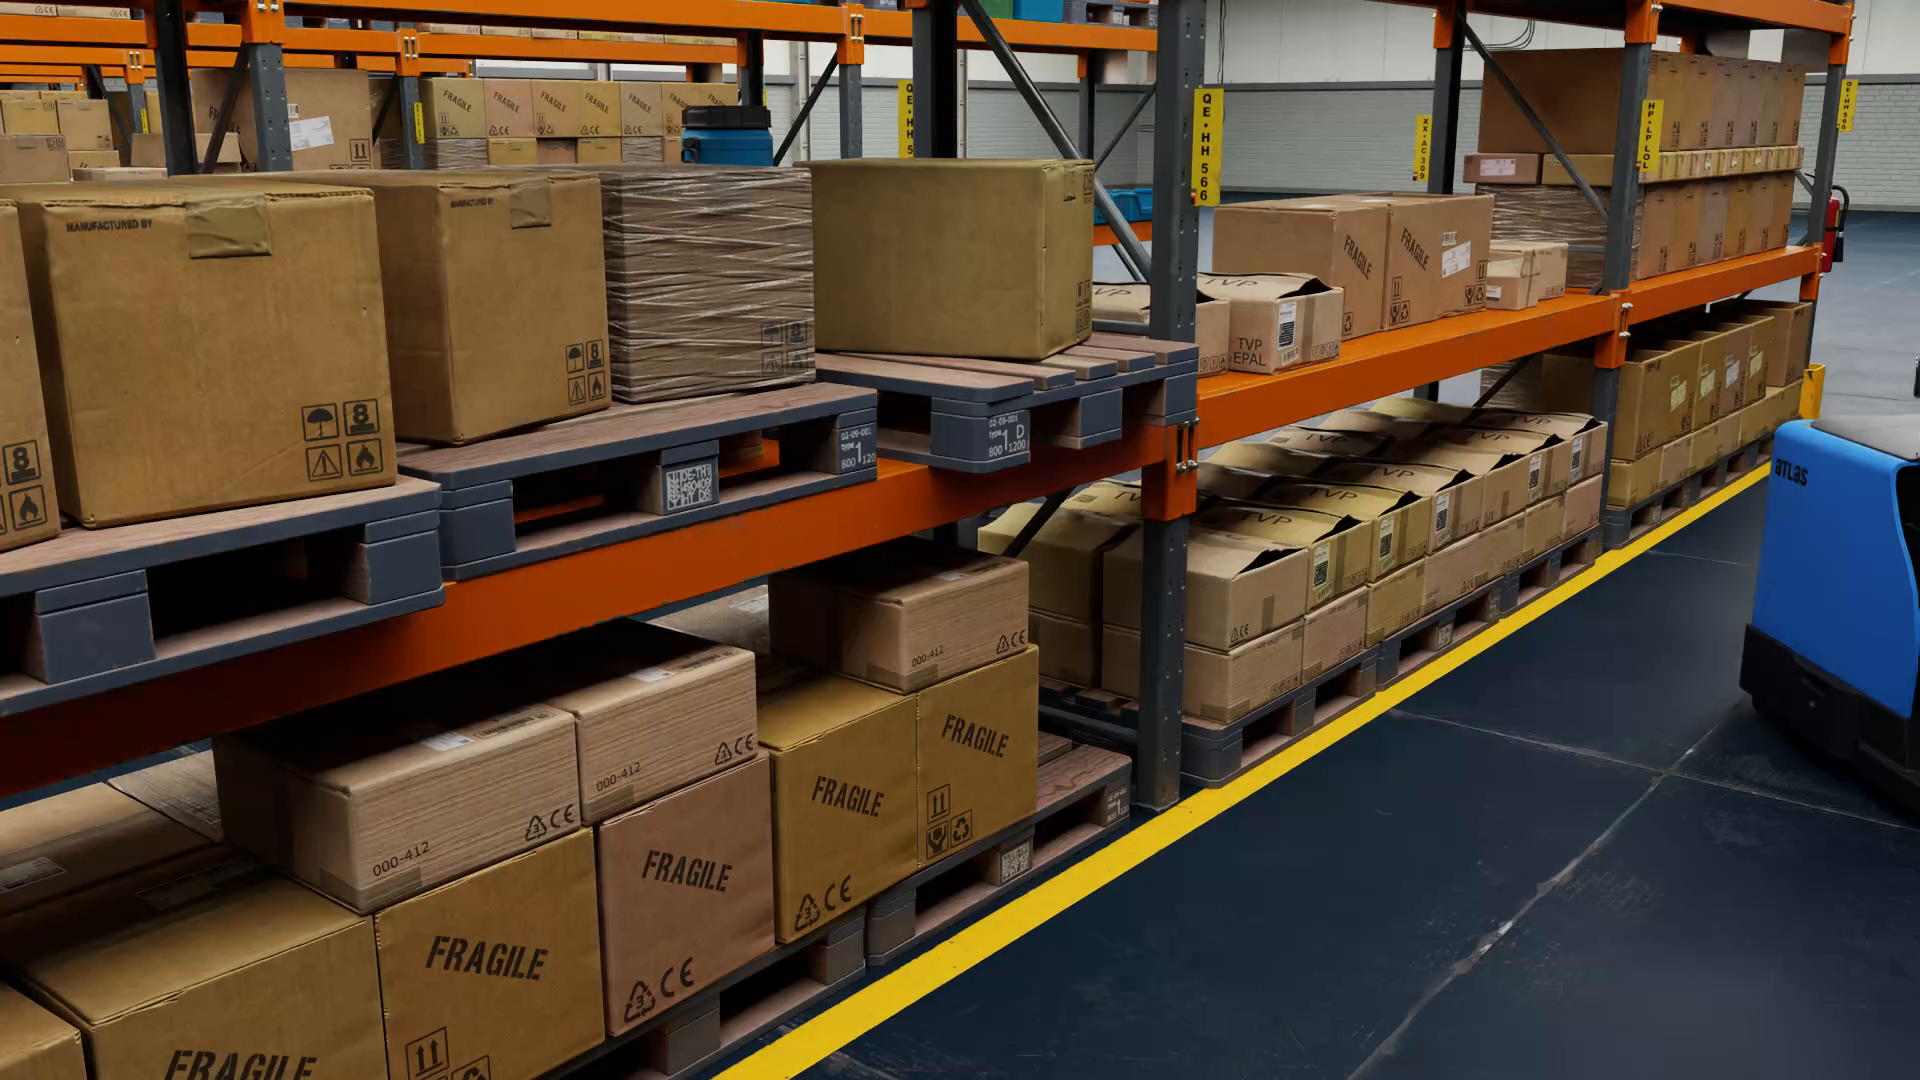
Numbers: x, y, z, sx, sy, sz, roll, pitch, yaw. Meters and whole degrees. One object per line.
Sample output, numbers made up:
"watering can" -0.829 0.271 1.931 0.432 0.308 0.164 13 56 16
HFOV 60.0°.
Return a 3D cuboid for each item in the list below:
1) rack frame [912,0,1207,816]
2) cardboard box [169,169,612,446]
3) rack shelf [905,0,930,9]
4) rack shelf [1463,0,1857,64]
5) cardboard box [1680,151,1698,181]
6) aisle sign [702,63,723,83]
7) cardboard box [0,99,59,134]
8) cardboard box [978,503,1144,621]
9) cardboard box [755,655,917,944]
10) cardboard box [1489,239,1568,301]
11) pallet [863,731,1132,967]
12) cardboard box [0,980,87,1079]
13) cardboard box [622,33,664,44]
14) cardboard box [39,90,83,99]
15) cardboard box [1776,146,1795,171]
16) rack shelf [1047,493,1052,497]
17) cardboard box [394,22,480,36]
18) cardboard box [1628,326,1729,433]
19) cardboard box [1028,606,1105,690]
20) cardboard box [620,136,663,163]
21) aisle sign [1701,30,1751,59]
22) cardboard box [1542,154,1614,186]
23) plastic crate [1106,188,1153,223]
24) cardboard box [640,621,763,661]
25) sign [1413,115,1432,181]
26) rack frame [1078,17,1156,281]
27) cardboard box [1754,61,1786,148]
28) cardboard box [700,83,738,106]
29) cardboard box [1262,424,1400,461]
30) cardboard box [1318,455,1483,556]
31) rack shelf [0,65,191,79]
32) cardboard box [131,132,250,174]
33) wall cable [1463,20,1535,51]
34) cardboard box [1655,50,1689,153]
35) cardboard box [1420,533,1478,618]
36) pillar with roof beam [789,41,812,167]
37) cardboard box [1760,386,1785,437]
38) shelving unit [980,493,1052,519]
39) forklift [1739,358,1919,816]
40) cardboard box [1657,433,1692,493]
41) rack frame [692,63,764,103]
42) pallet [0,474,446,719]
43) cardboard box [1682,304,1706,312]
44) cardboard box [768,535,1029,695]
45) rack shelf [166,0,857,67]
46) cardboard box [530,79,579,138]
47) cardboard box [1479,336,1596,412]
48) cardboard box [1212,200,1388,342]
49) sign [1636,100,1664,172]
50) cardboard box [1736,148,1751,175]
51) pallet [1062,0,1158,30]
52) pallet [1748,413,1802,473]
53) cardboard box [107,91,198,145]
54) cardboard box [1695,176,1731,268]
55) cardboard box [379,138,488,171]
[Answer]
"rack frame" 0.274 -0.678 5.200 1.000 3.000 0.127 11 18 38
"cardboard box" -1.178 -0.512 3.490 0.700 0.500 0.500 6 16 23
"rack shelf" -0.983 -1.400 3.412 1.077 0.370 4.000 11 18 38
"rack shelf" 4.045 -2.932 9.443 1.077 0.370 4.000 11 18 38
"cardboard box" 3.749 -2.024 8.979 0.380 0.149 0.250 11 18 36
"aisle sign" -2.595 -5.062 17.178 0.394 0.787 0.004 11 18 38
"cardboard box" -9.339 -4.103 16.449 0.700 0.500 0.500 11 18 37
"cardboard box" 0.411 0.041 5.963 0.500 0.311 0.500 12 18 39
"cardboard box" -0.457 0.635 4.216 0.500 0.500 0.500 10 18 36
"cardboard box" 2.512 -1.270 7.837 0.500 0.250 0.500 13 19 41
"pallet" -0.225 0.810 5.004 1.003 0.211 1.213 11 18 38
"cardboard box" -1.747 1.031 2.655 0.500 0.500 0.500 10 18 35
"cardboard box" -3.147 -4.801 15.640 0.500 0.250 0.500 12 18 39
"cardboard box" -11.503 -5.426 21.051 0.700 0.500 0.500 11 18 36
"cardboard box" 5.046 -2.420 10.537 0.380 0.149 0.250 12 18 39
"rack shelf" -0.004 -0.307 8.540 0.538 0.278 1.000 11 18 38
"cardboard box" -4.433 -4.406 14.086 0.500 0.250 0.500 10 18 35
"cardboard box" 3.951 -0.910 9.323 0.500 0.500 0.500 11 18 38
"cardboard box" 0.415 0.312 6.032 0.500 0.250 0.500 12 18 39
"cardboard box" -3.337 -3.632 16.021 0.875 0.500 0.500 11 18 38
"aisle sign" 5.105 -3.530 11.147 0.394 0.787 0.004 11 18 38
"cardboard box" 3.107 -1.829 8.208 0.380 0.149 0.250 11 18 37
"plastic crate" 1.370 -2.763 13.710 0.499 0.251 0.616 11 18 38
"cardboard box" -0.878 0.559 4.512 0.500 0.500 0.500 11 18 37
"sign" 2.355 -1.988 8.436 0.100 0.325 0.005 11 18 38
"rack frame" 1.451 -2.978 14.252 1.000 3.000 0.127 11 18 38
"cardboard box" 4.639 -2.688 10.275 0.700 0.500 0.500 11 18 36
"cardboard box" -2.554 -4.278 16.531 0.500 0.500 0.500 11 18 38
"cardboard box" 1.691 -0.352 7.509 0.500 0.311 0.500 11 18 36
"cardboard box" 1.800 -0.173 6.806 0.500 0.311 0.500 11 18 37
"rack shelf" -11.366 -6.000 21.517 1.077 0.370 4.000 11 18 38
"cardboard box" -5.933 -2.885 12.826 0.797 0.503 0.637 14 20 43
"wall cable" 13.999 -15.240 43.429 2.305 6.003 0.169 11 18 38
"cardboard box" 3.378 -2.304 8.764 0.700 0.500 0.500 11 18 37
"cardboard box" 1.791 0.101 6.865 0.500 0.250 0.500 12 18 39
"pillar with roof beam" -0.449 -11.740 36.559 9.100 9.000 0.400 11 18 38
"cardboard box" 4.890 -0.835 10.550 0.500 0.250 0.500 11 18 38
"shelving unit" -0.004 -0.544 8.479 0.538 1.125 1.048 11 18 38
"forklift" 3.469 -0.457 4.469 1.130 2.935 3.031 0 14 -2
"cardboard box" 3.633 -0.452 9.041 0.500 0.250 0.500 11 18 38
"rack frame" -2.401 -3.744 17.269 1.000 3.000 0.127 11 18 38
"pallet" -1.653 0.045 2.745 1.003 0.211 1.213 11 18 38
"cardboard box" 4.479 -1.280 10.779 0.500 0.500 0.500 11 18 38
"cardboard box" -0.164 0.184 4.469 0.500 0.250 0.500 12 19 40
"rack shelf" -2.320 -2.934 9.448 1.077 0.370 4.000 11 18 38
"cardboard box" -3.807 -3.894 15.020 0.500 0.500 0.500 11 18 38
"cardboard box" 3.233 -0.895 9.263 0.500 0.500 0.500 11 18 38
"cardboard box" 1.316 -1.051 6.463 0.500 0.500 0.500 10 17 35
"sign" 3.216 -1.885 7.760 0.100 0.325 0.005 11 18 38
"cardboard box" 4.397 -2.222 9.758 0.380 0.149 0.250 12 18 39
"pallet" 0.855 -4.197 13.341 1.003 0.211 1.213 11 18 38
"pallet" 4.854 -0.706 10.973 1.003 0.211 1.213 11 18 38
"cardboard box" -8.451 -4.426 17.457 0.875 0.550 0.550 11 18 38
"cardboard box" 4.028 -1.874 9.706 0.700 0.500 0.500 12 19 39
"cardboard box" -4.584 -3.247 14.506 0.875 0.500 0.500 11 18 38
